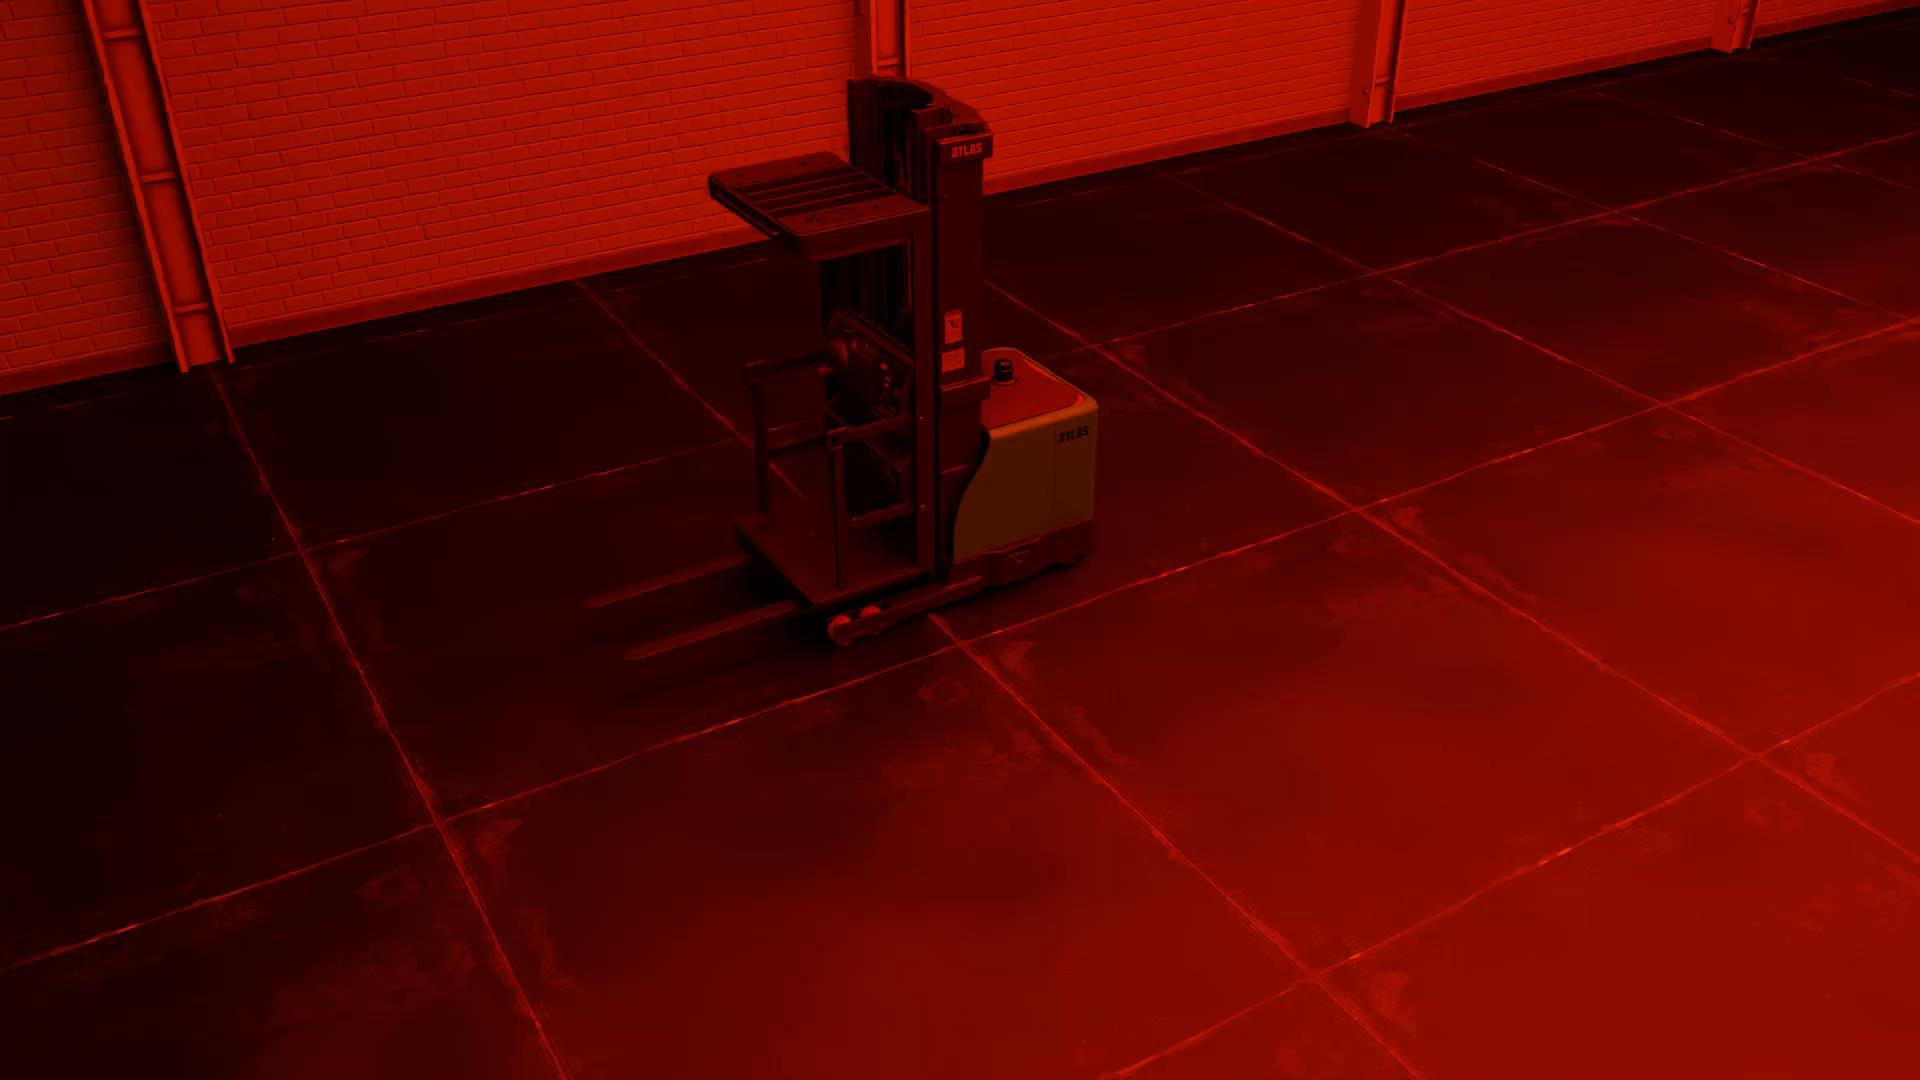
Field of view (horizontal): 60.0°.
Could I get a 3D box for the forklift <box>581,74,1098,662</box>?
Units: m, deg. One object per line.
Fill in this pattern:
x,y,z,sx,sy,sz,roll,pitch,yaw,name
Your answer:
-0.692,-0.966,9.260,3.031,2.935,1.130,-18,35,-27,forklift
